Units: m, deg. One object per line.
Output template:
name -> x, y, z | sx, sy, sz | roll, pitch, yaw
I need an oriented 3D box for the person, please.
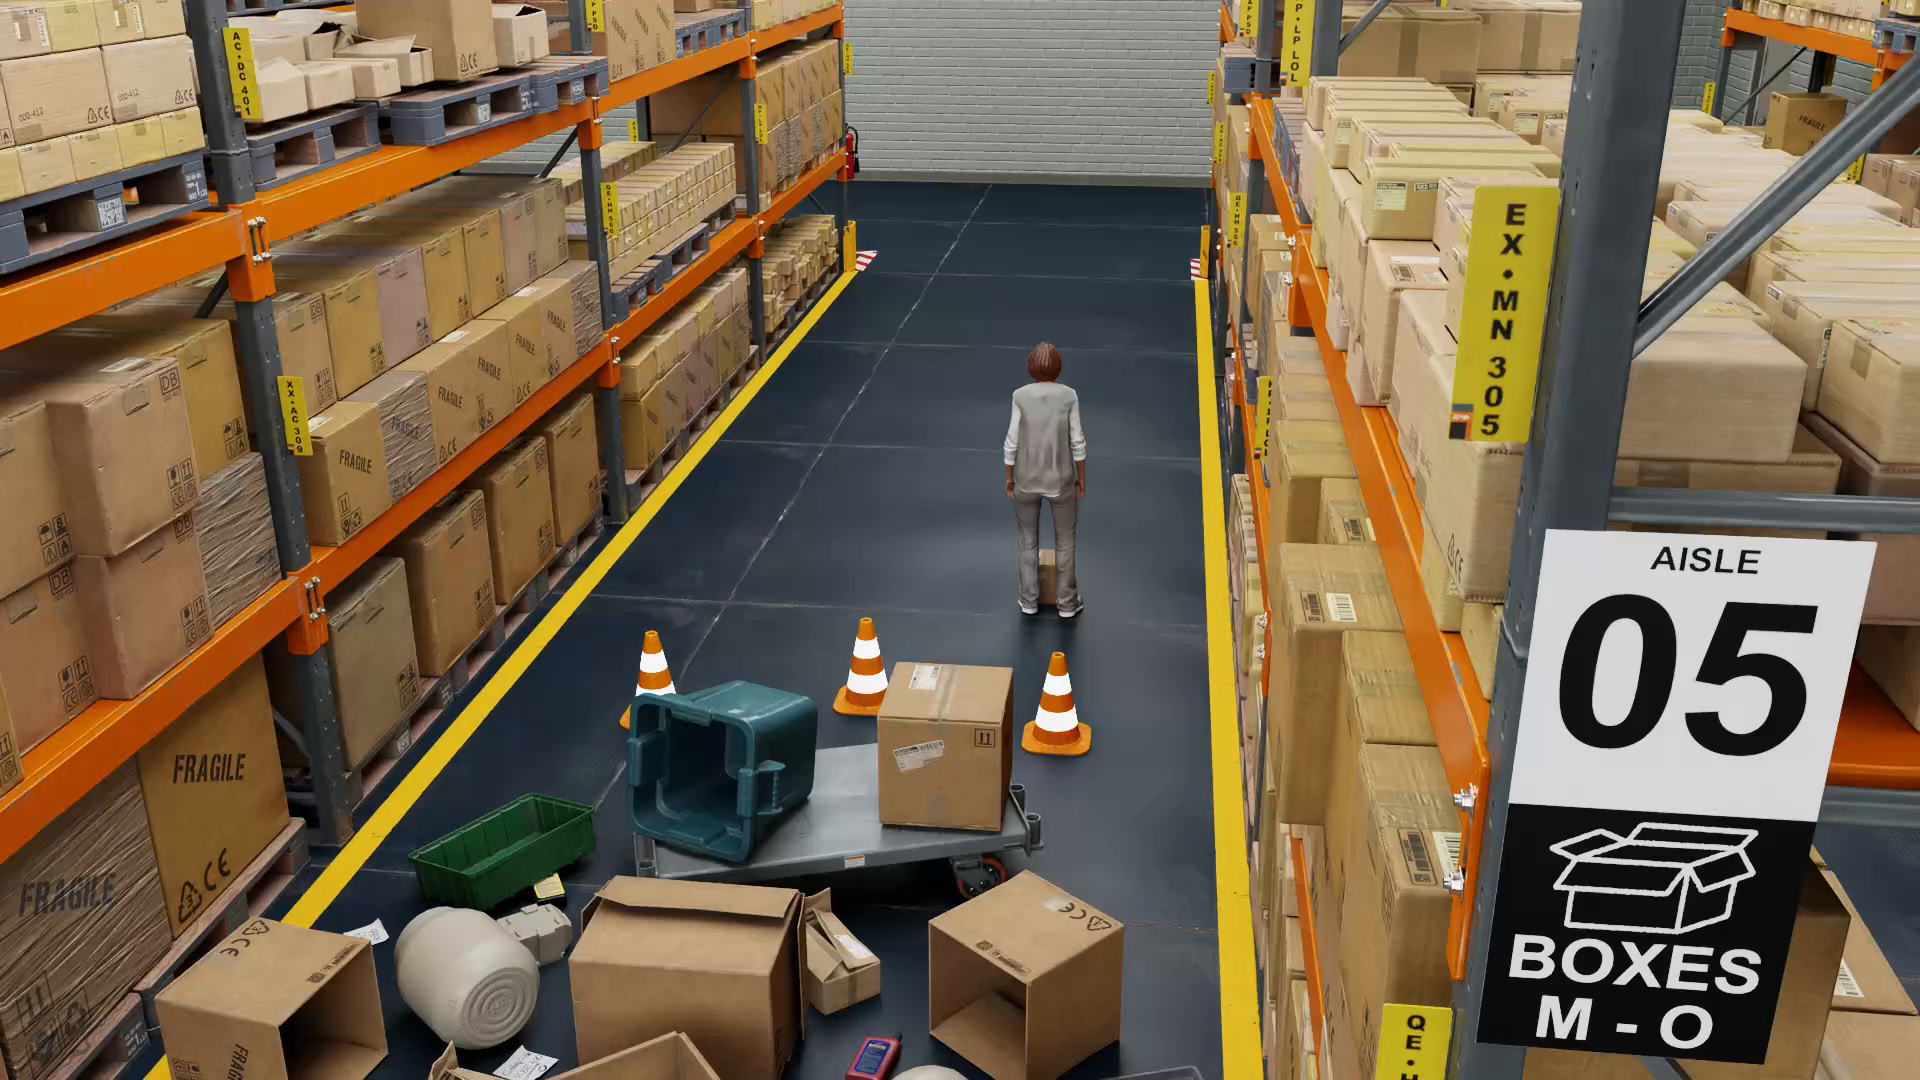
person -> 0.483, -0.326, 9.427 | 0.469, 1.593, 0.366 | 2, 22, 6
